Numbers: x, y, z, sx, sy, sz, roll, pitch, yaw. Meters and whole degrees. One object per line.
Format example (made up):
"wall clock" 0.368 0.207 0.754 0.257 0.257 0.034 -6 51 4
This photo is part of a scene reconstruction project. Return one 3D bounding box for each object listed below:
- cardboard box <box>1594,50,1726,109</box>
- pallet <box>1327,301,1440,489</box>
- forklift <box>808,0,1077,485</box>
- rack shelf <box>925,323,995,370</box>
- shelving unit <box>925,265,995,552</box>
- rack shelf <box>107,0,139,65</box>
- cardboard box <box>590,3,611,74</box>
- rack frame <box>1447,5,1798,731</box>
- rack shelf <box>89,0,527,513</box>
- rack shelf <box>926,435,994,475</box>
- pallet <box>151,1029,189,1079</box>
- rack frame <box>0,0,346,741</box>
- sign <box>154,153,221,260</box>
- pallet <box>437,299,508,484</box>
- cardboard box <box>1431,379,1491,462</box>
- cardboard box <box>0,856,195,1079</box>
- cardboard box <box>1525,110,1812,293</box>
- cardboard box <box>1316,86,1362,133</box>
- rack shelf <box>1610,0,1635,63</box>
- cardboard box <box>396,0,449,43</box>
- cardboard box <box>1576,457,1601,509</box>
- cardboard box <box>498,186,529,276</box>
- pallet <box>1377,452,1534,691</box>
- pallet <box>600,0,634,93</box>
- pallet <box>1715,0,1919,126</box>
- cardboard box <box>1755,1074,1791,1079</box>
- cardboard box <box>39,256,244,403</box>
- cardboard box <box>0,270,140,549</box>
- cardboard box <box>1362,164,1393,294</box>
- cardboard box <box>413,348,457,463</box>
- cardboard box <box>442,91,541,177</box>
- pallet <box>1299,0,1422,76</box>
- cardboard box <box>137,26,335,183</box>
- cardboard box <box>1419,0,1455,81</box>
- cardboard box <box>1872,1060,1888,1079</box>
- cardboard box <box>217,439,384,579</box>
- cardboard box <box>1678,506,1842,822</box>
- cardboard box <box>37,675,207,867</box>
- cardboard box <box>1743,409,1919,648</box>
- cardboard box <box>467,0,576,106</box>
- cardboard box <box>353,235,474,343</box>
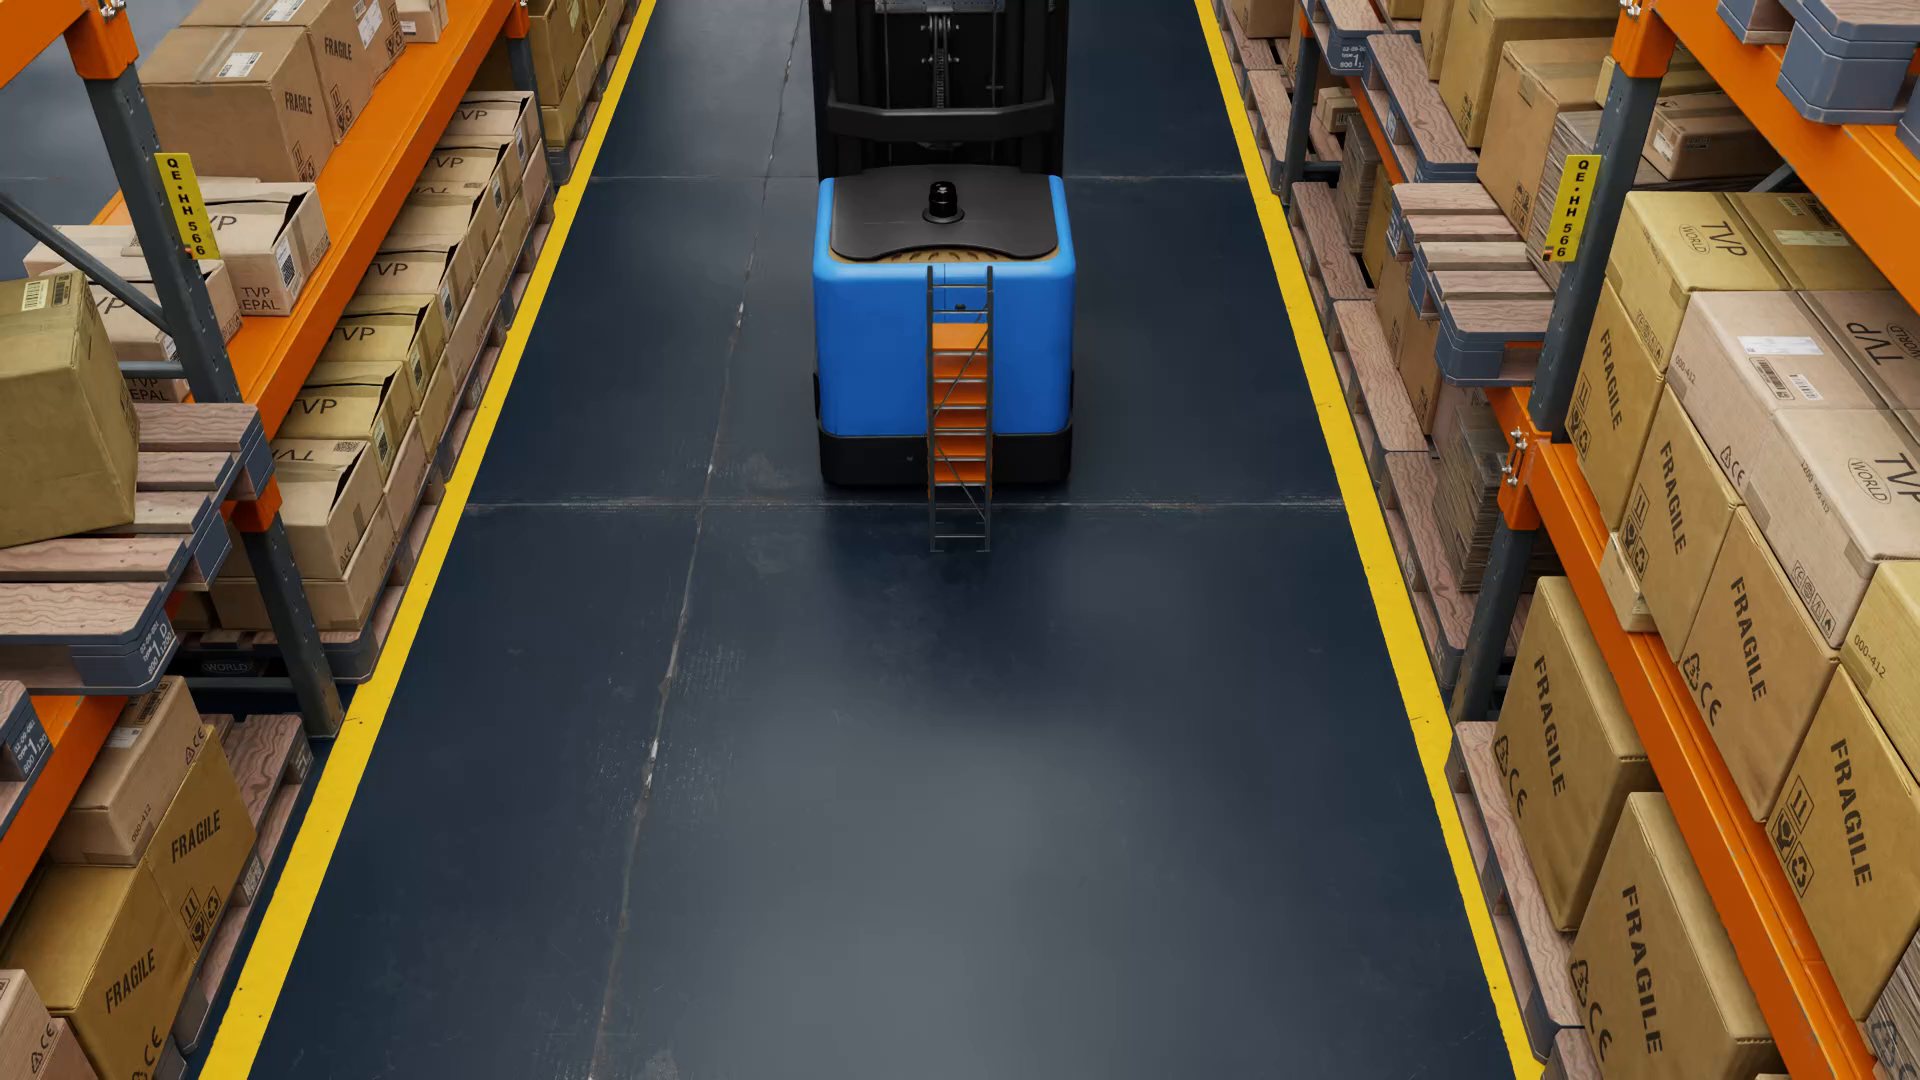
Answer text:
"cardboard box" 2.205 -1.389 5.134 0.380 0.149 0.250 -6 39 -8
"pallet" 2.253 -0.670 7.417 1.003 0.211 1.213 0 39 0
"forklift" -0.094 -2.269 7.238 1.130 2.935 3.031 -1 39 -1
"rack shelf" 0.000 -0.724 6.189 0.258 0.103 0.180 0 39 0
"shelving unit" 0.000 -0.477 6.386 0.258 1.200 0.189 0 39 0
"rack shelf" -2.705 -2.643 5.826 1.077 0.370 4.000 0 39 0
"cardboard box" -2.396 -3.010 9.970 0.500 0.250 0.500 0 39 0
"rack frame" 2.251 -0.508 4.985 1.000 3.000 0.127 0 39 0
"rack shelf" -2.705 -1.472 6.764 1.077 0.370 4.000 0 39 0
"rack shelf" 0.000 -0.349 6.489 0.258 0.103 0.180 0 39 0
"pallet" -2.741 1.814 4.318 1.003 0.211 1.213 0 39 0
"rack frame" -2.703 -0.502 4.978 1.000 3.000 0.127 0 39 0
"sign" -2.160 -0.929 4.648 0.100 0.325 0.005 0 39 0
"pallet" -2.663 -0.690 7.442 1.003 0.211 1.213 0 39 0
"cardboard box" 2.314 -0.477 6.593 0.700 0.500 0.500 0 39 0
"cardboard box" -2.467 1.210 4.489 0.500 0.500 0.500 -1 39 -2
"cardboard box" 2.240 -1.013 5.183 0.700 0.500 0.500 -4 39 -5
"cardboard box" 2.216 -2.410 9.273 0.380 0.166 0.250 -5 39 -6
"rack shelf" 2.249 -2.649 5.833 1.077 0.370 4.000 0 39 0
"cardboard box" -2.523 -2.401 7.455 0.396 0.266 0.258 -1 39 -1
"cardboard box" 2.020 -0.212 4.801 0.380 0.149 0.250 -1 39 -1
"cardboard box" -2.418 -1.519 8.110 0.500 0.250 0.500 -1 39 -1
"pallet" 2.251 0.091 6.467 1.003 0.211 1.213 0 39 0
"pallet" -2.671 -3.178 10.546 1.003 0.211 1.213 0 39 0
"pallet" 2.305 -1.202 3.604 1.213 0.211 1.003 2 39 2
"cardboard box" 2.121 1.706 3.606 0.750 0.750 0.750 1 39 1
"cardboard box" -2.660 -0.695 5.290 0.500 0.311 0.500 2 39 3
"cardboard box" -2.589 -0.311 4.324 0.700 0.500 0.500 -12 40 -15
"cardboard box" 2.315 -1.422 7.773 0.700 0.500 0.500 -1 39 -1
"cardboard box" -2.418 -0.560 6.913 0.500 0.250 0.500 -1 39 -1
"cardboard box" -2.420 -2.060 8.337 0.500 0.311 0.500 0 39 0
"pallet" 2.102 -2.457 7.570 1.003 0.211 1.213 0 39 0
"cardboard box" -2.721 -1.590 6.256 0.500 0.500 0.500 -2 39 -2
"cardboard box" 2.238 -2.141 6.591 0.700 0.500 0.500 5 39 6
"cardboard box" 2.014 1.078 3.191 0.380 0.149 0.250 -1 39 -1
"cardboard box" -2.410 -0.140 5.940 0.500 0.311 0.500 1 39 1
"cardboard box" 1.986 0.271 3.680 0.500 0.500 0.500 0 39 0
"cardboard box" -2.463 0.629 4.614 0.500 0.250 0.500 1 39 2
"cardboard box" 1.999 -0.031 3.456 0.500 0.250 0.500 0 39 0
"cardboard box" -2.395 -2.677 8.956 0.500 0.500 0.500 0 39 0
"cardboard box" -2.418 -1.109 7.149 0.500 0.311 0.500 0 39 -1
